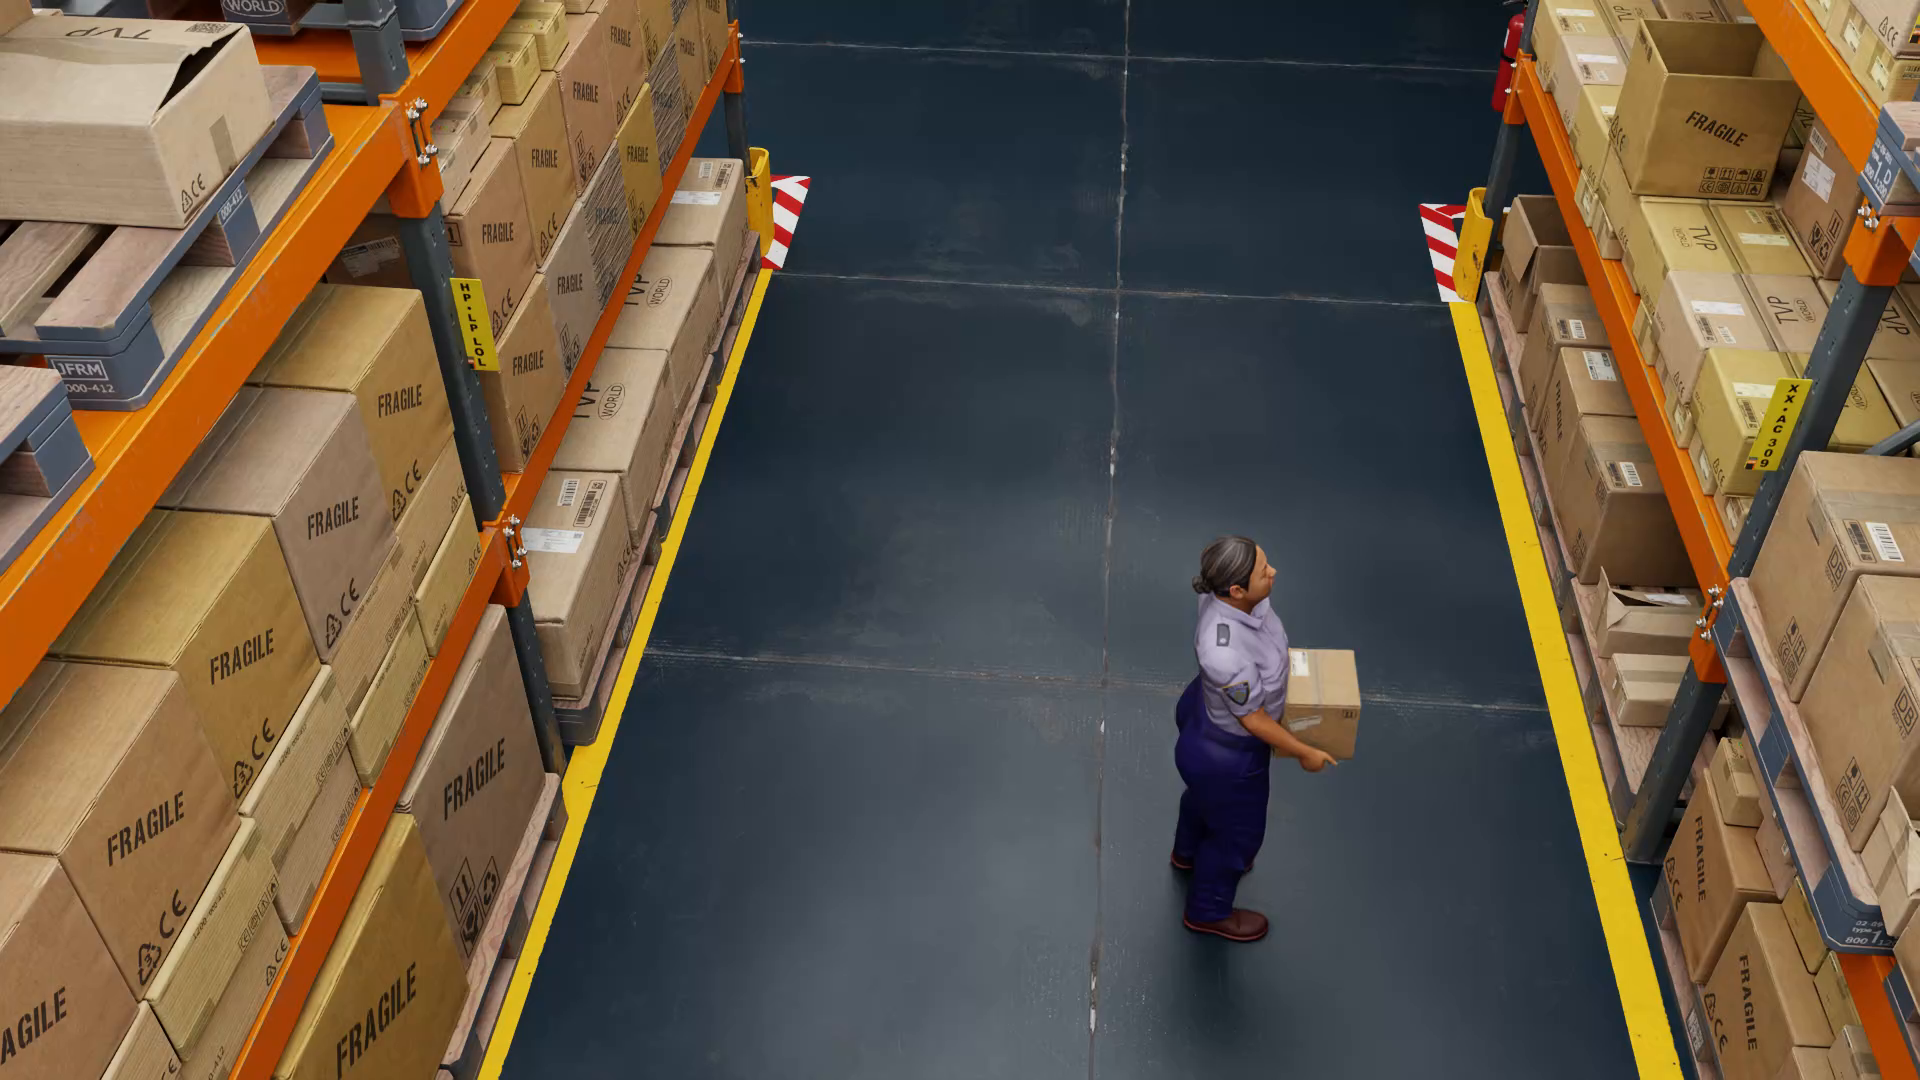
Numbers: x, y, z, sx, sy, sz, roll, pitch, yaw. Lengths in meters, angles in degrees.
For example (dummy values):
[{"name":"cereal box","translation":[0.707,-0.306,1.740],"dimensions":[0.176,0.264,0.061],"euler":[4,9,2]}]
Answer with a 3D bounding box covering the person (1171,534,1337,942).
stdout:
[{"name":"person","translation":[0.953,0.643,5.411],"dimensions":[0.511,1.643,0.455],"euler":[4,41,5]}]
